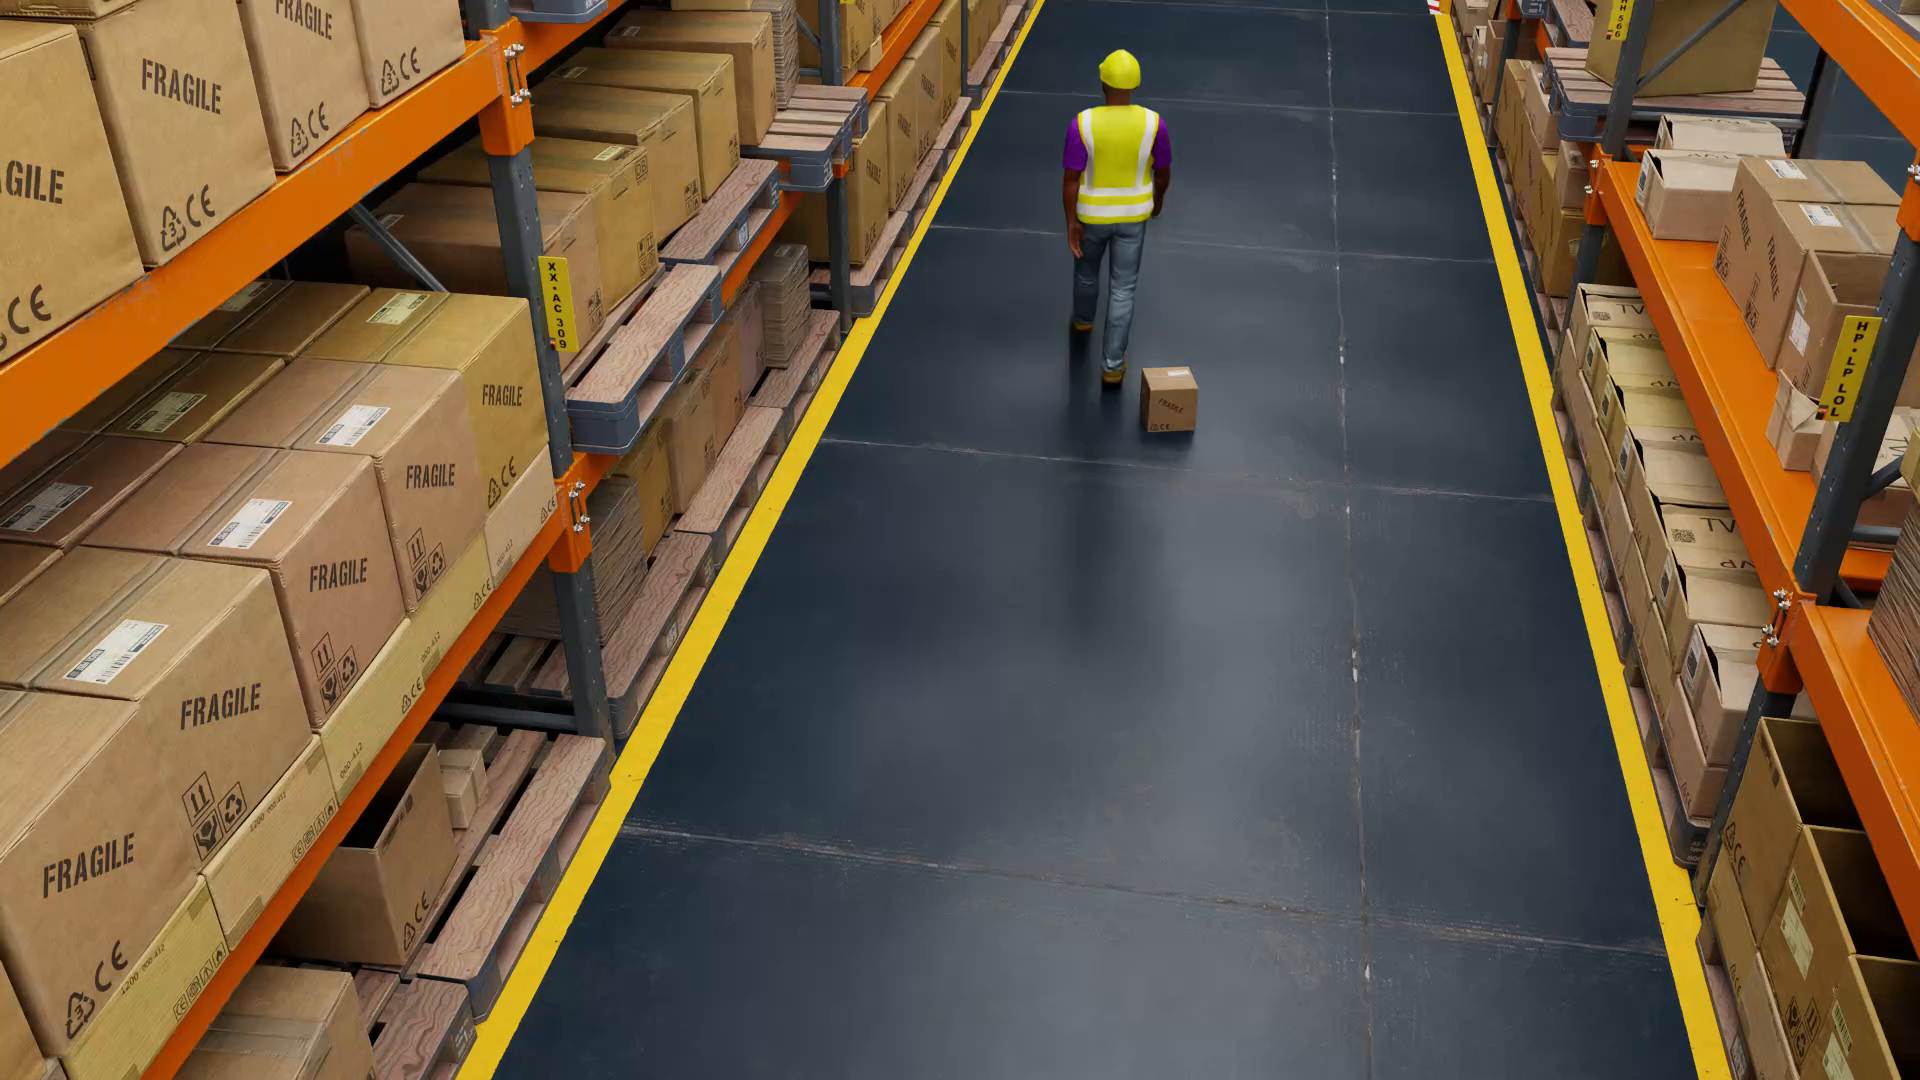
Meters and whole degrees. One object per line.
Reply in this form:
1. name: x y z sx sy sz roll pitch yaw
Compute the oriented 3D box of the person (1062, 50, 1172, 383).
1. person: 0.833 -1.813 8.961 0.572 1.714 0.981 2 32 3
